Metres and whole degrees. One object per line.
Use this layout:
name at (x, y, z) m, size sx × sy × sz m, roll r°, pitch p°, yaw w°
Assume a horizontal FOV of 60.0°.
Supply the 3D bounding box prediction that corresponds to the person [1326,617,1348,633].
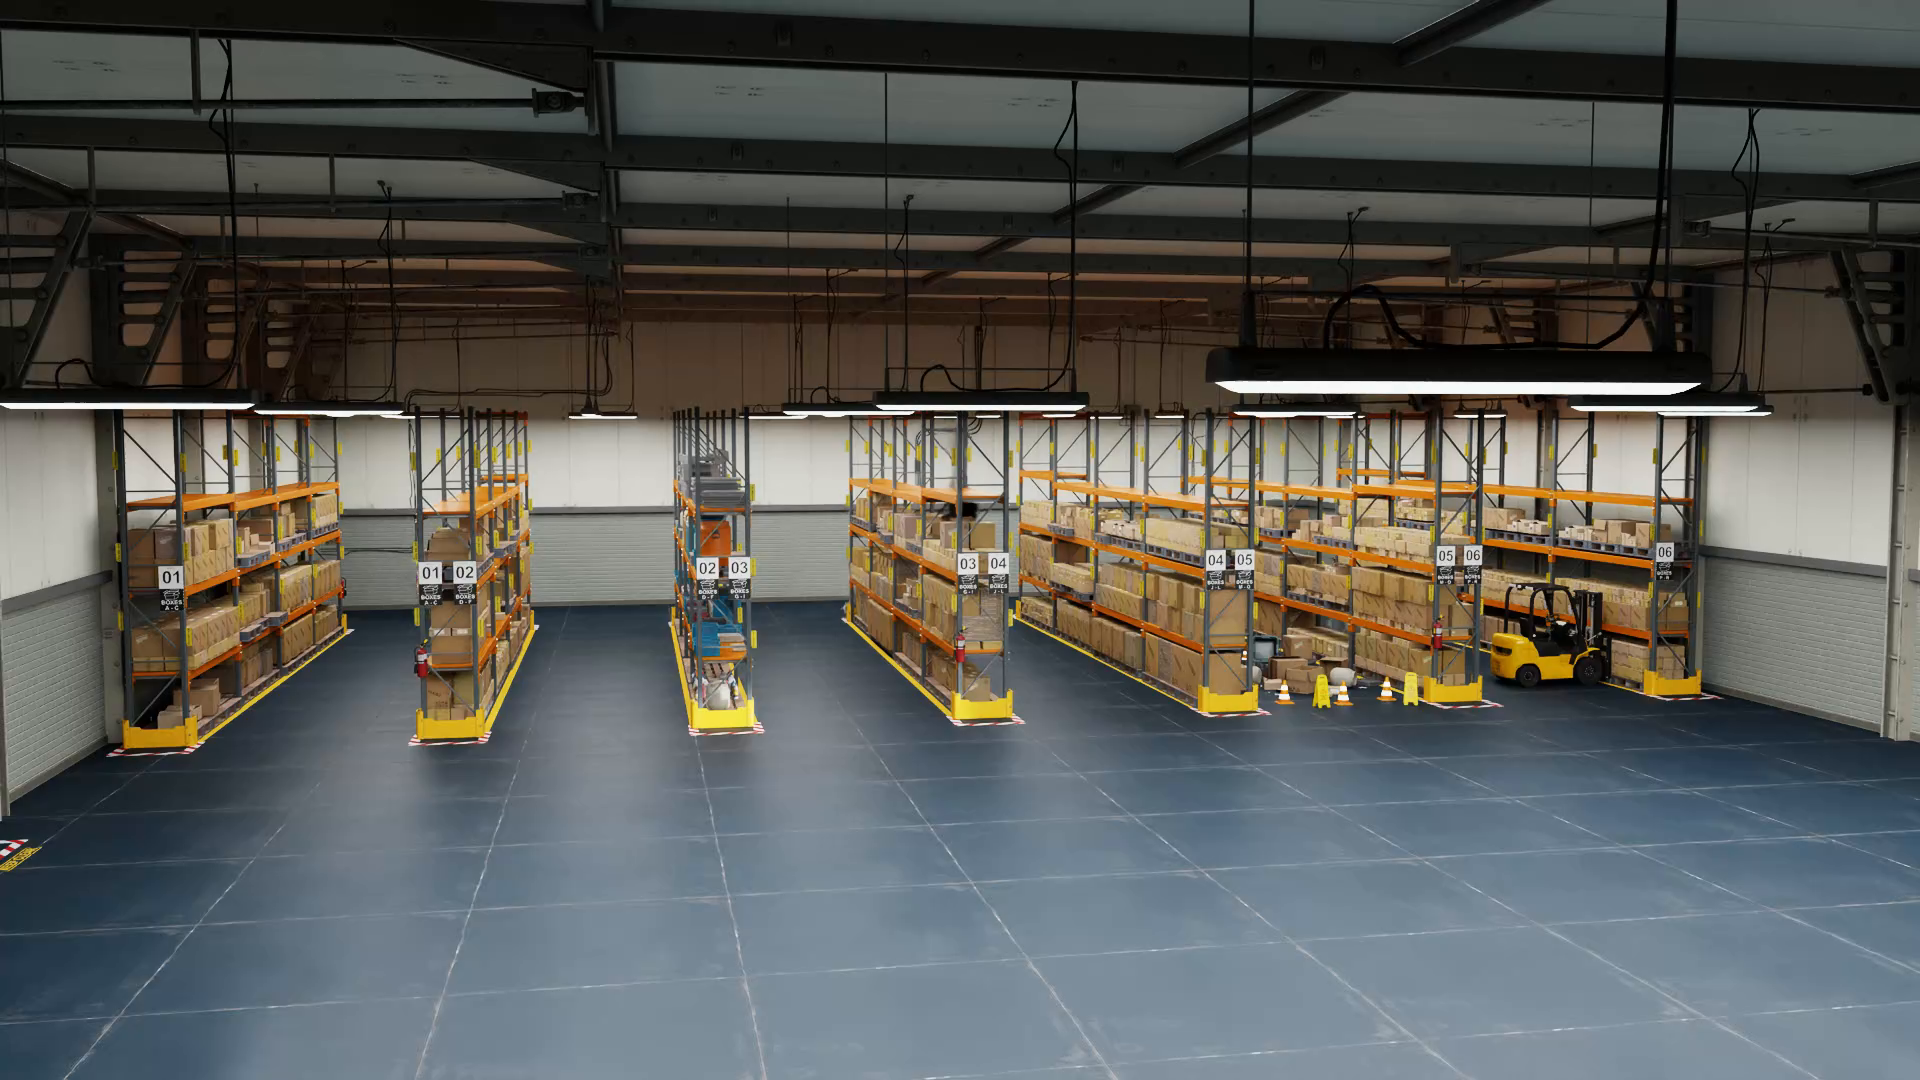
person at (10.153, 1.643, 44.728) m, size 0.680 × 1.836 × 0.935 m, roll -1°, pitch 4°, yaw -18°

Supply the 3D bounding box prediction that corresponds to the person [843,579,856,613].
person at (-3.037, 1.462, 48.688) m, size 0.830 × 1.569 × 0.571 m, roll -1°, pitch 4°, yaw -19°

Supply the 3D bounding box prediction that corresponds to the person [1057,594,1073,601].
person at (3.185, 1.424, 49.740) m, size 0.701 × 1.620 × 0.756 m, roll 3°, pitch 5°, yaw 32°
